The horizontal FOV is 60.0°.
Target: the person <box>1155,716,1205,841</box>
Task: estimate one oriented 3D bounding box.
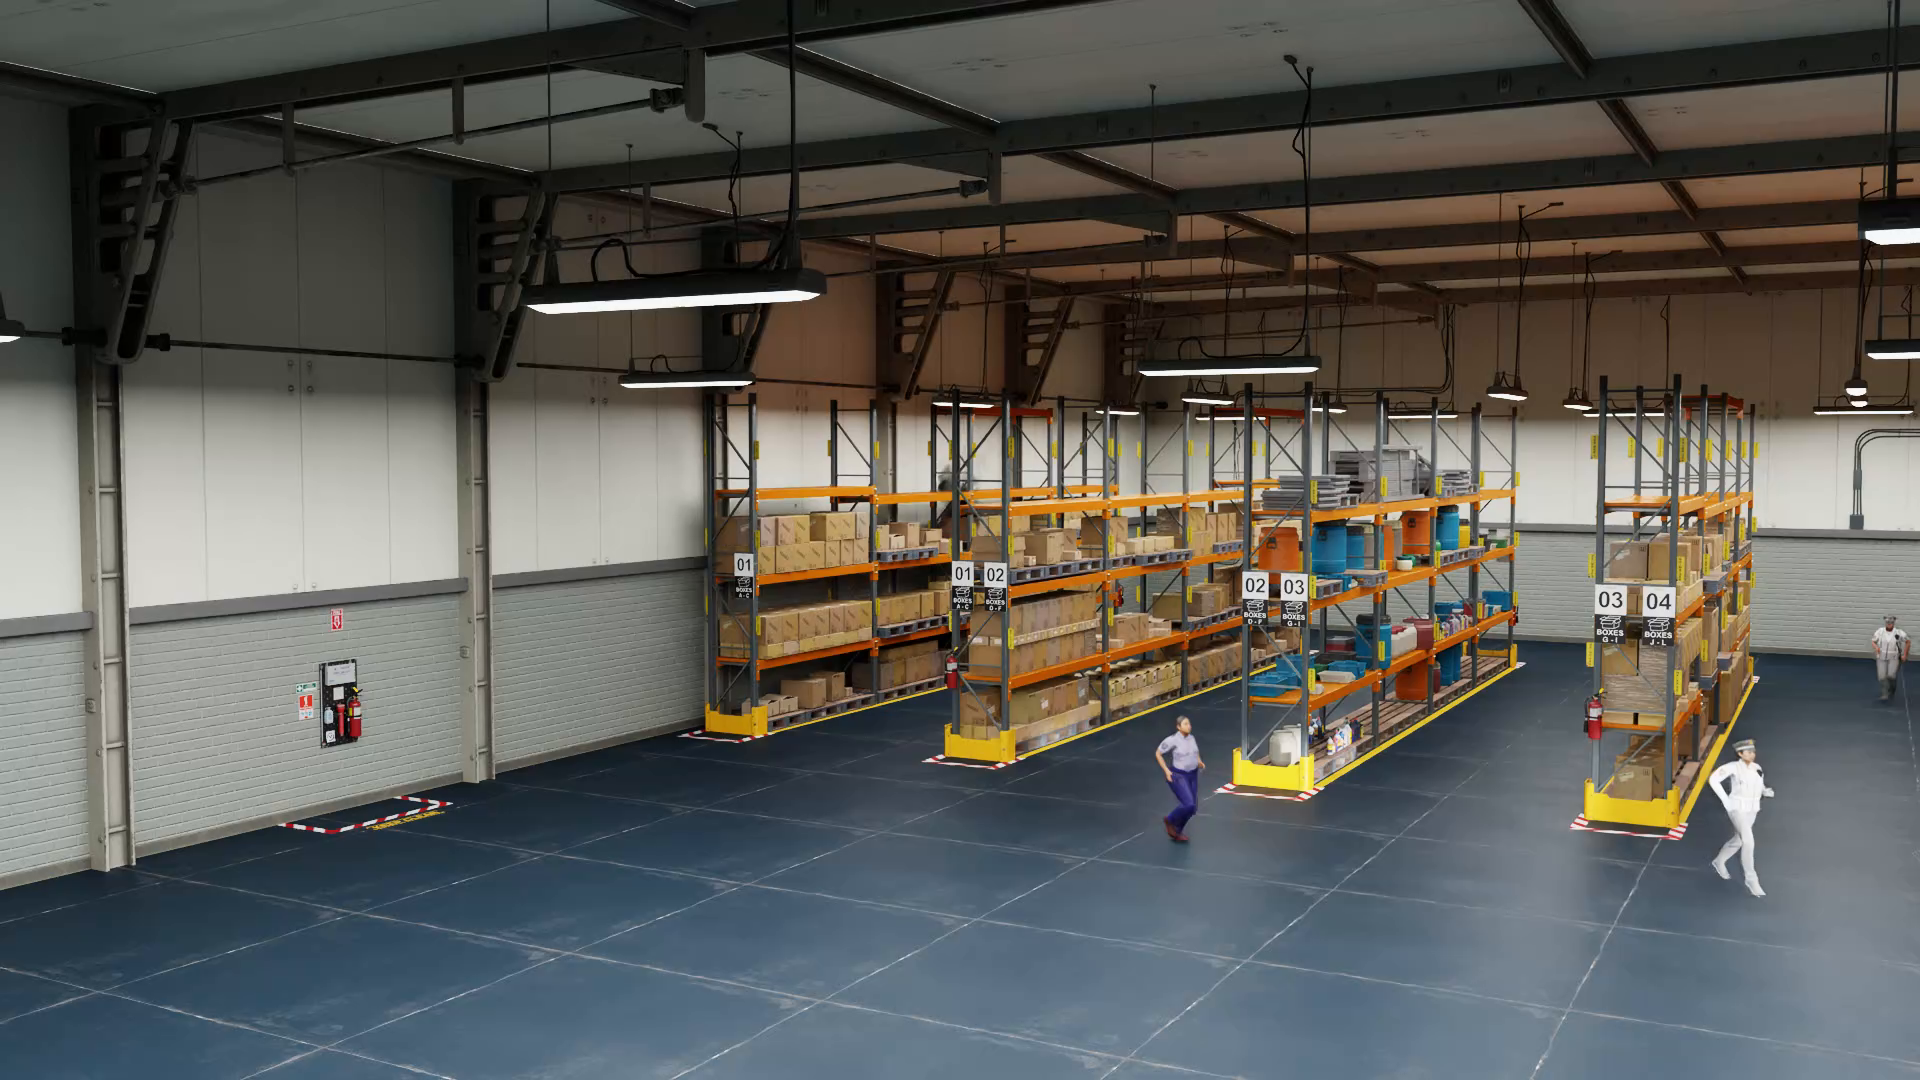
[{"bbox_3d":[2.870,3.046,21.181,0.593,1.606,0.574,-3,4,-39],"label":"person"}]

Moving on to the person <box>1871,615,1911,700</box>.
[{"bbox_3d":[18.548,2.352,33.203,0.680,1.720,0.634,3,4,39],"label":"person"}]

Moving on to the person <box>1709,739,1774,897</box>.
[{"bbox_3d":[8.958,3.128,19.000,0.548,1.741,0.812,-1,3,-23],"label":"person"}]
